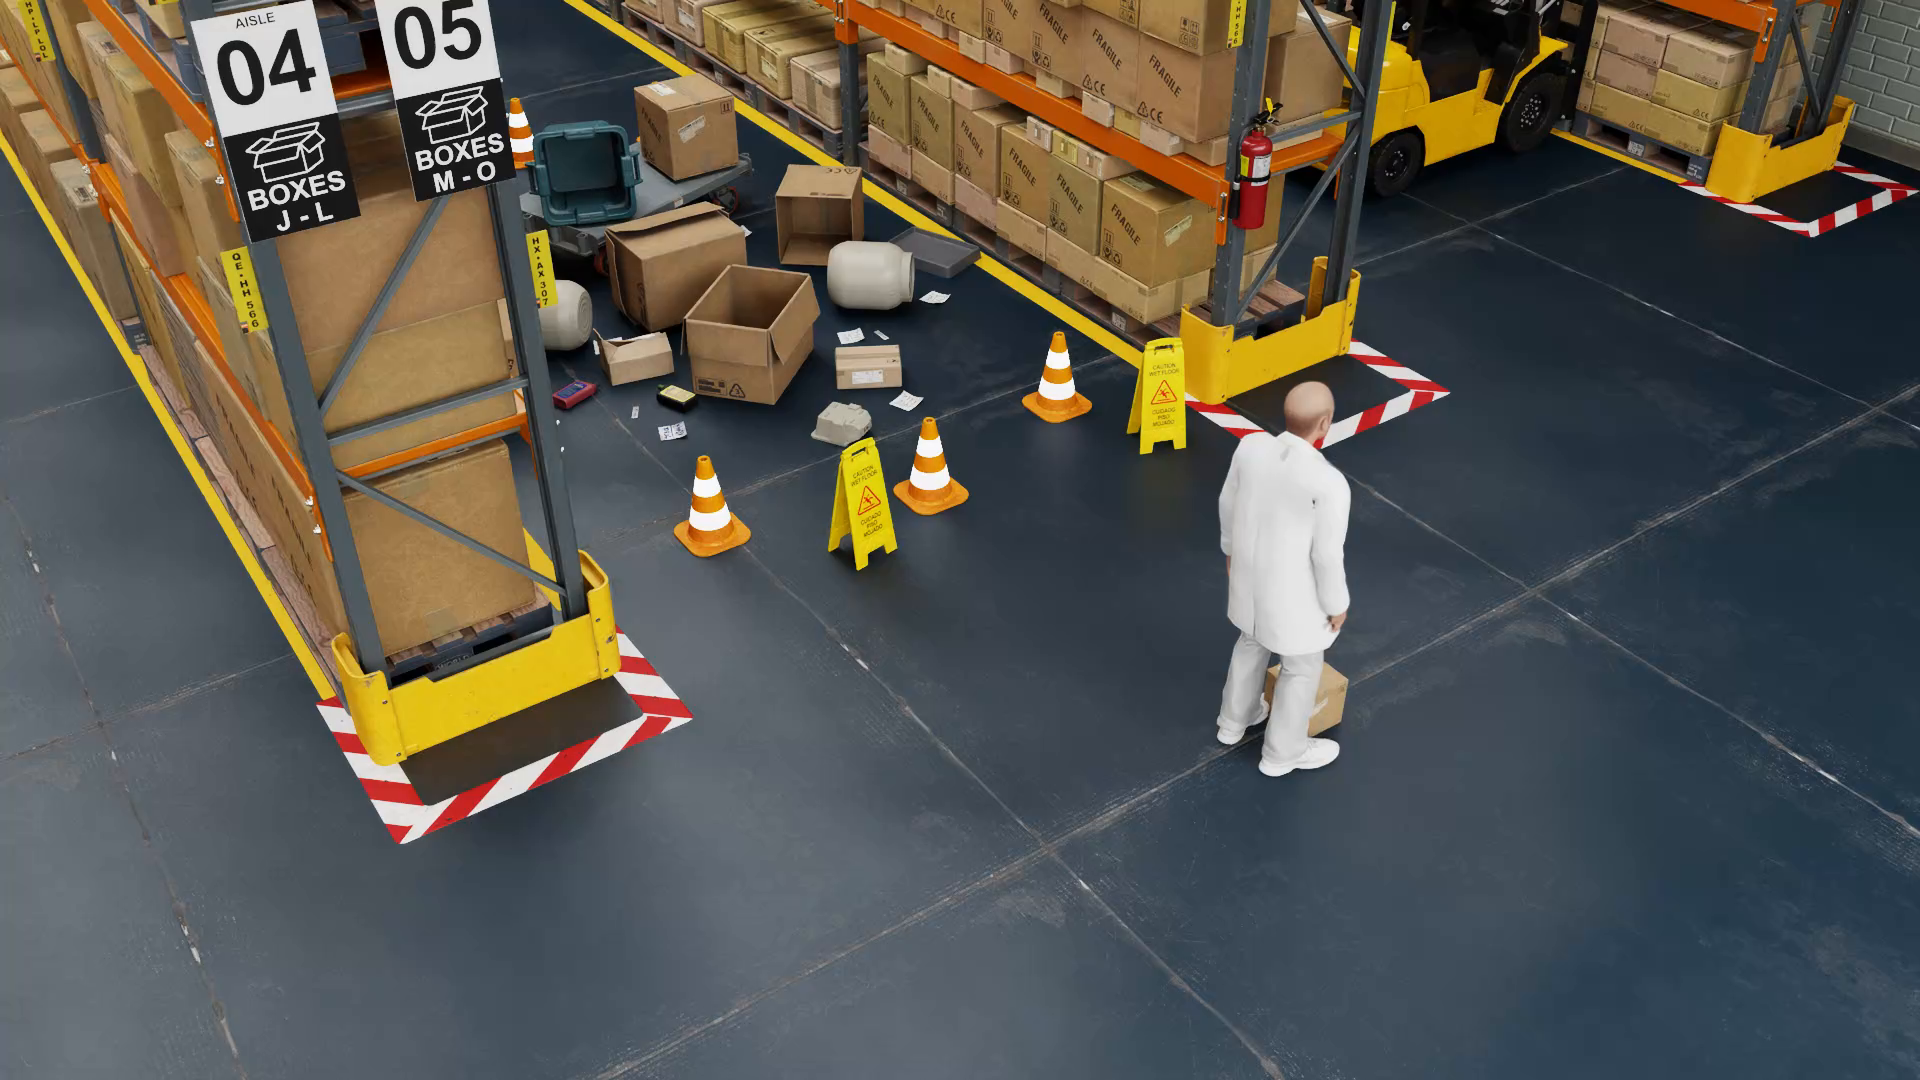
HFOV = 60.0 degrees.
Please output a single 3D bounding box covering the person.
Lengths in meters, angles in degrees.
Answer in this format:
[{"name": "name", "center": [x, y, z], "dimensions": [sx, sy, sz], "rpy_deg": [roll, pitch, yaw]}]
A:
[{"name": "person", "center": [1.317, 0.156, 6.803], "dimensions": [0.429, 1.772, 0.649], "rpy_deg": [-25, 43, -30]}]
